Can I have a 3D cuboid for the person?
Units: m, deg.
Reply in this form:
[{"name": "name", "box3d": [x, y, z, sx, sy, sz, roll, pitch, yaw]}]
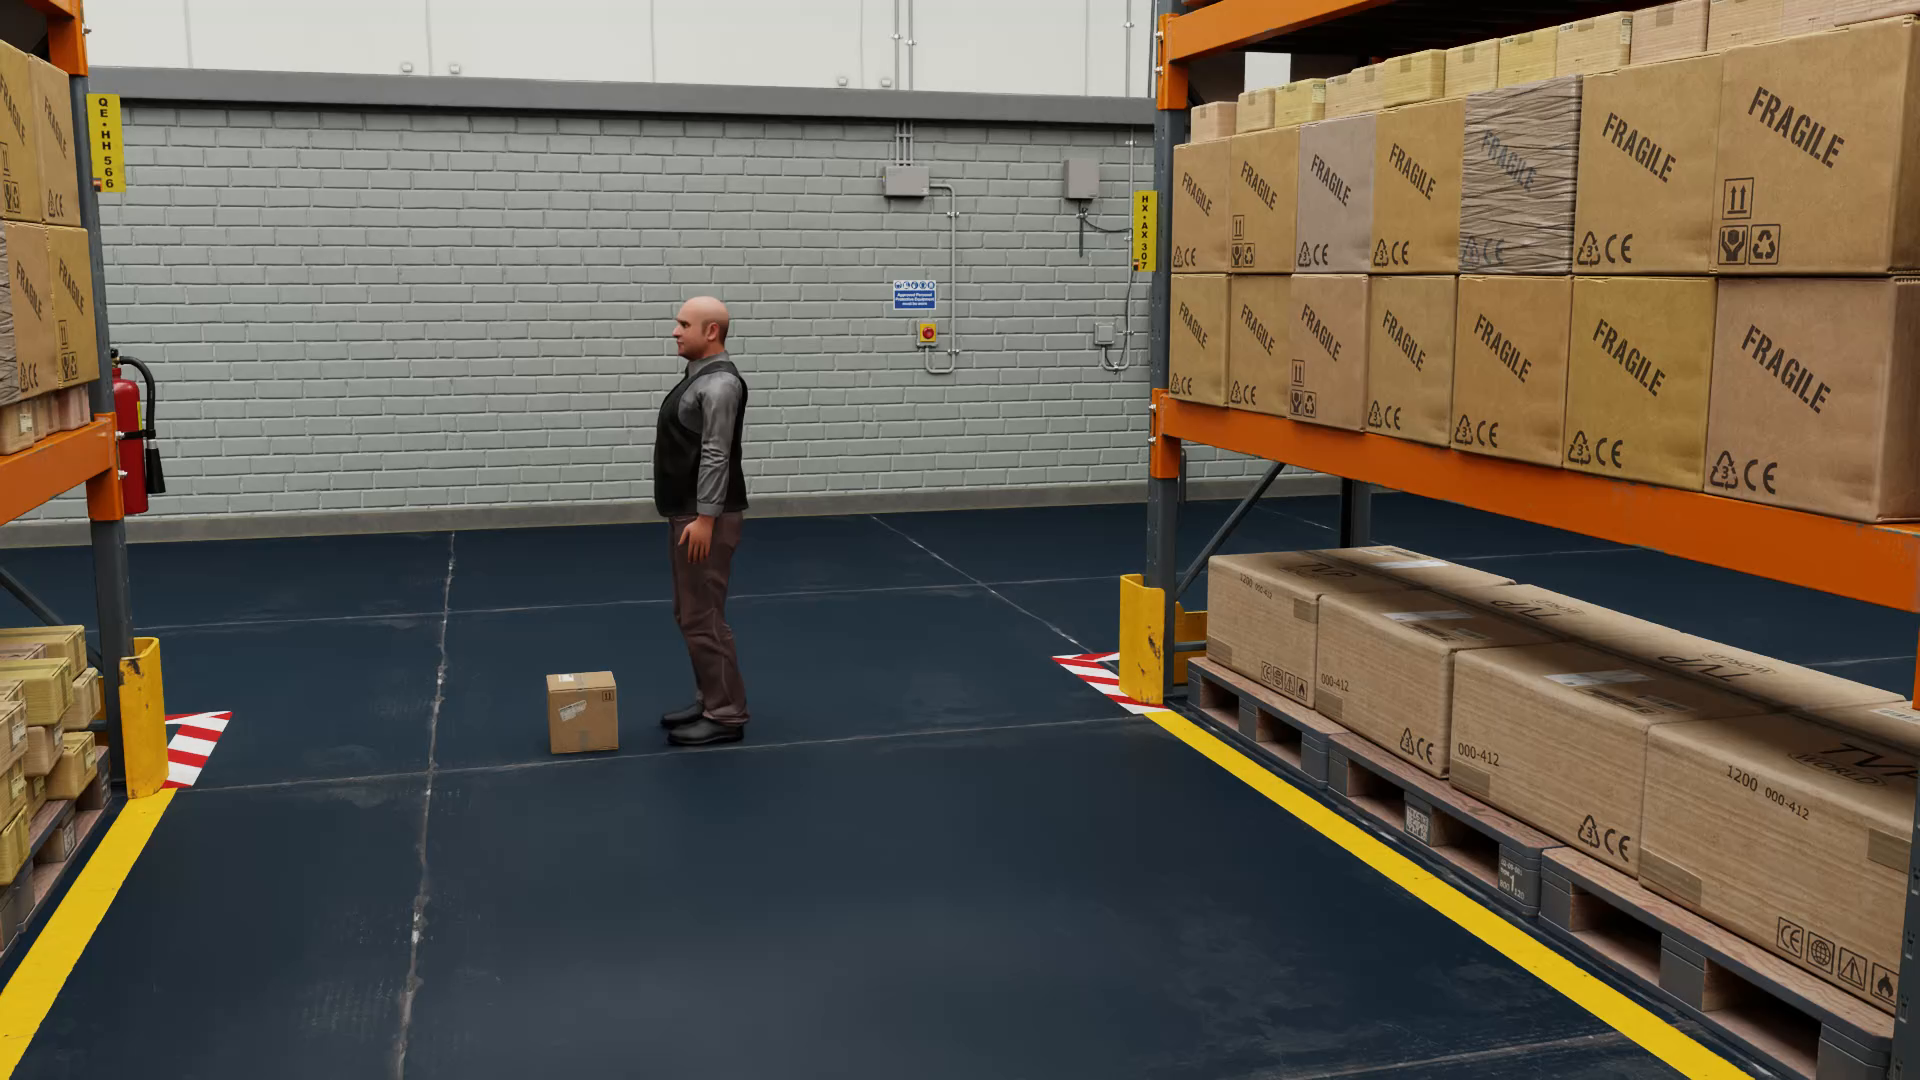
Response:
[{"name": "person", "box3d": [-1.001, -0.076, 6.444, 0.359, 1.716, 0.530, -2, 9, -15]}]
